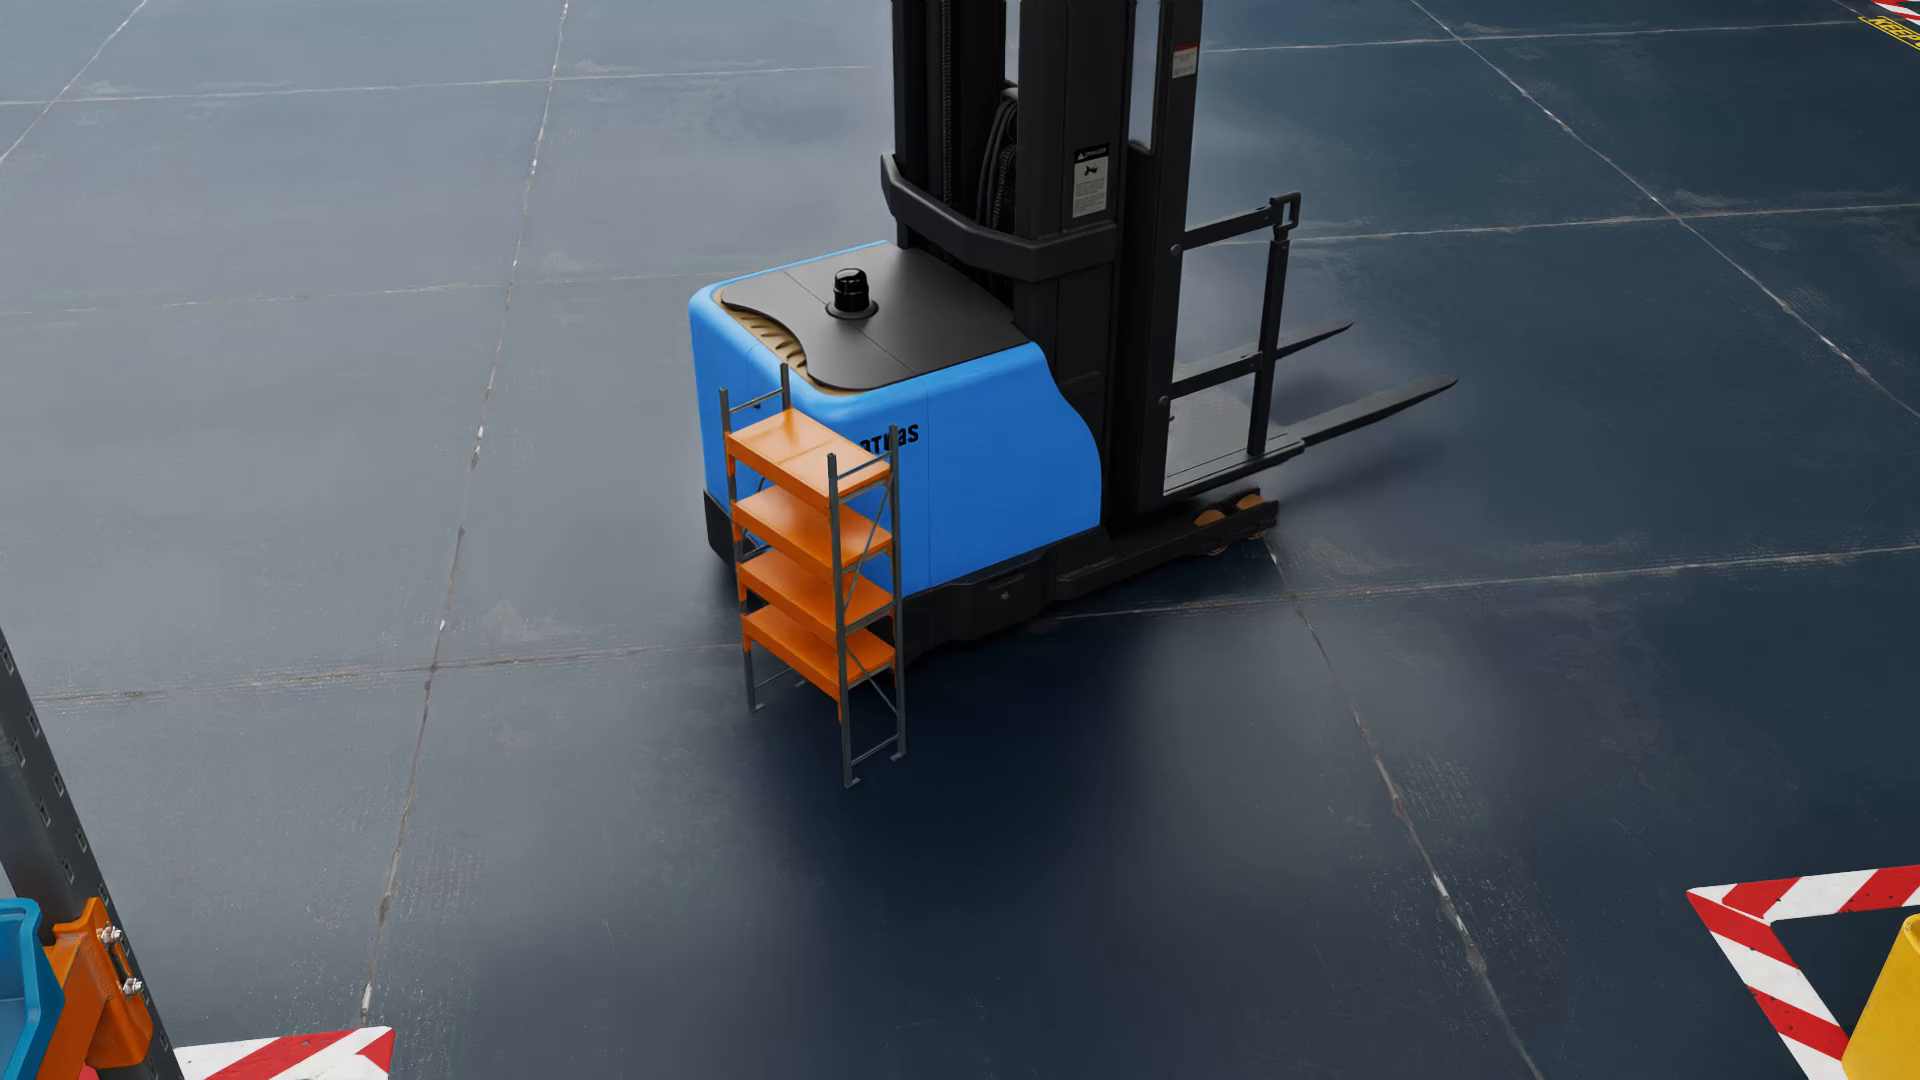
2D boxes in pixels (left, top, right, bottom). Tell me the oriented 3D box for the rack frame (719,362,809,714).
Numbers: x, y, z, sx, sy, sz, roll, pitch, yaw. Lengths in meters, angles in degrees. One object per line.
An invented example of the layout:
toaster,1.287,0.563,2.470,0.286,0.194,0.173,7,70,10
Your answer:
rack frame,-0.597,0.022,5.153,0.240,1.200,0.015,-28,43,-34

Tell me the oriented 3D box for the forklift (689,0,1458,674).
forklift,0.591,-1.386,5.680,3.031,2.935,1.130,-20,39,-26

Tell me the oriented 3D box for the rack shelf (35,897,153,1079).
rack shelf,-1.780,1.938,1.382,1.077,0.370,4.000,-4,35,-6

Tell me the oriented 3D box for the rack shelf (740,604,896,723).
rack shelf,-0.431,0.342,5.155,0.258,0.148,0.480,-28,43,-34

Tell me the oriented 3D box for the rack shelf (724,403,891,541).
rack shelf,-0.431,-0.202,4.784,0.258,0.148,0.480,-28,43,-34

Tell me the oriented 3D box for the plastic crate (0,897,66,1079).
plastic crate,-1.685,0.842,2.482,0.499,0.251,0.616,-4,35,-6

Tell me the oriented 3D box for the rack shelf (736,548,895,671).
rack shelf,-0.431,0.178,5.043,0.258,0.148,0.480,-28,43,-34

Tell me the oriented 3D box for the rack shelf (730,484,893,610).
rack shelf,-0.431,-0.007,4.917,0.258,0.148,0.480,-28,43,-34

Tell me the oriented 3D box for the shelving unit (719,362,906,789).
shelving unit,-0.431,0.122,5.005,0.258,1.200,0.503,-28,43,-34

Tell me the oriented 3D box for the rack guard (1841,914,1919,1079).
rack guard,2.857,1.171,4.088,1.175,0.500,0.348,-4,35,-6

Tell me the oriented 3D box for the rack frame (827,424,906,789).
rack frame,-0.264,0.223,4.858,0.240,1.200,0.015,-28,43,-34
